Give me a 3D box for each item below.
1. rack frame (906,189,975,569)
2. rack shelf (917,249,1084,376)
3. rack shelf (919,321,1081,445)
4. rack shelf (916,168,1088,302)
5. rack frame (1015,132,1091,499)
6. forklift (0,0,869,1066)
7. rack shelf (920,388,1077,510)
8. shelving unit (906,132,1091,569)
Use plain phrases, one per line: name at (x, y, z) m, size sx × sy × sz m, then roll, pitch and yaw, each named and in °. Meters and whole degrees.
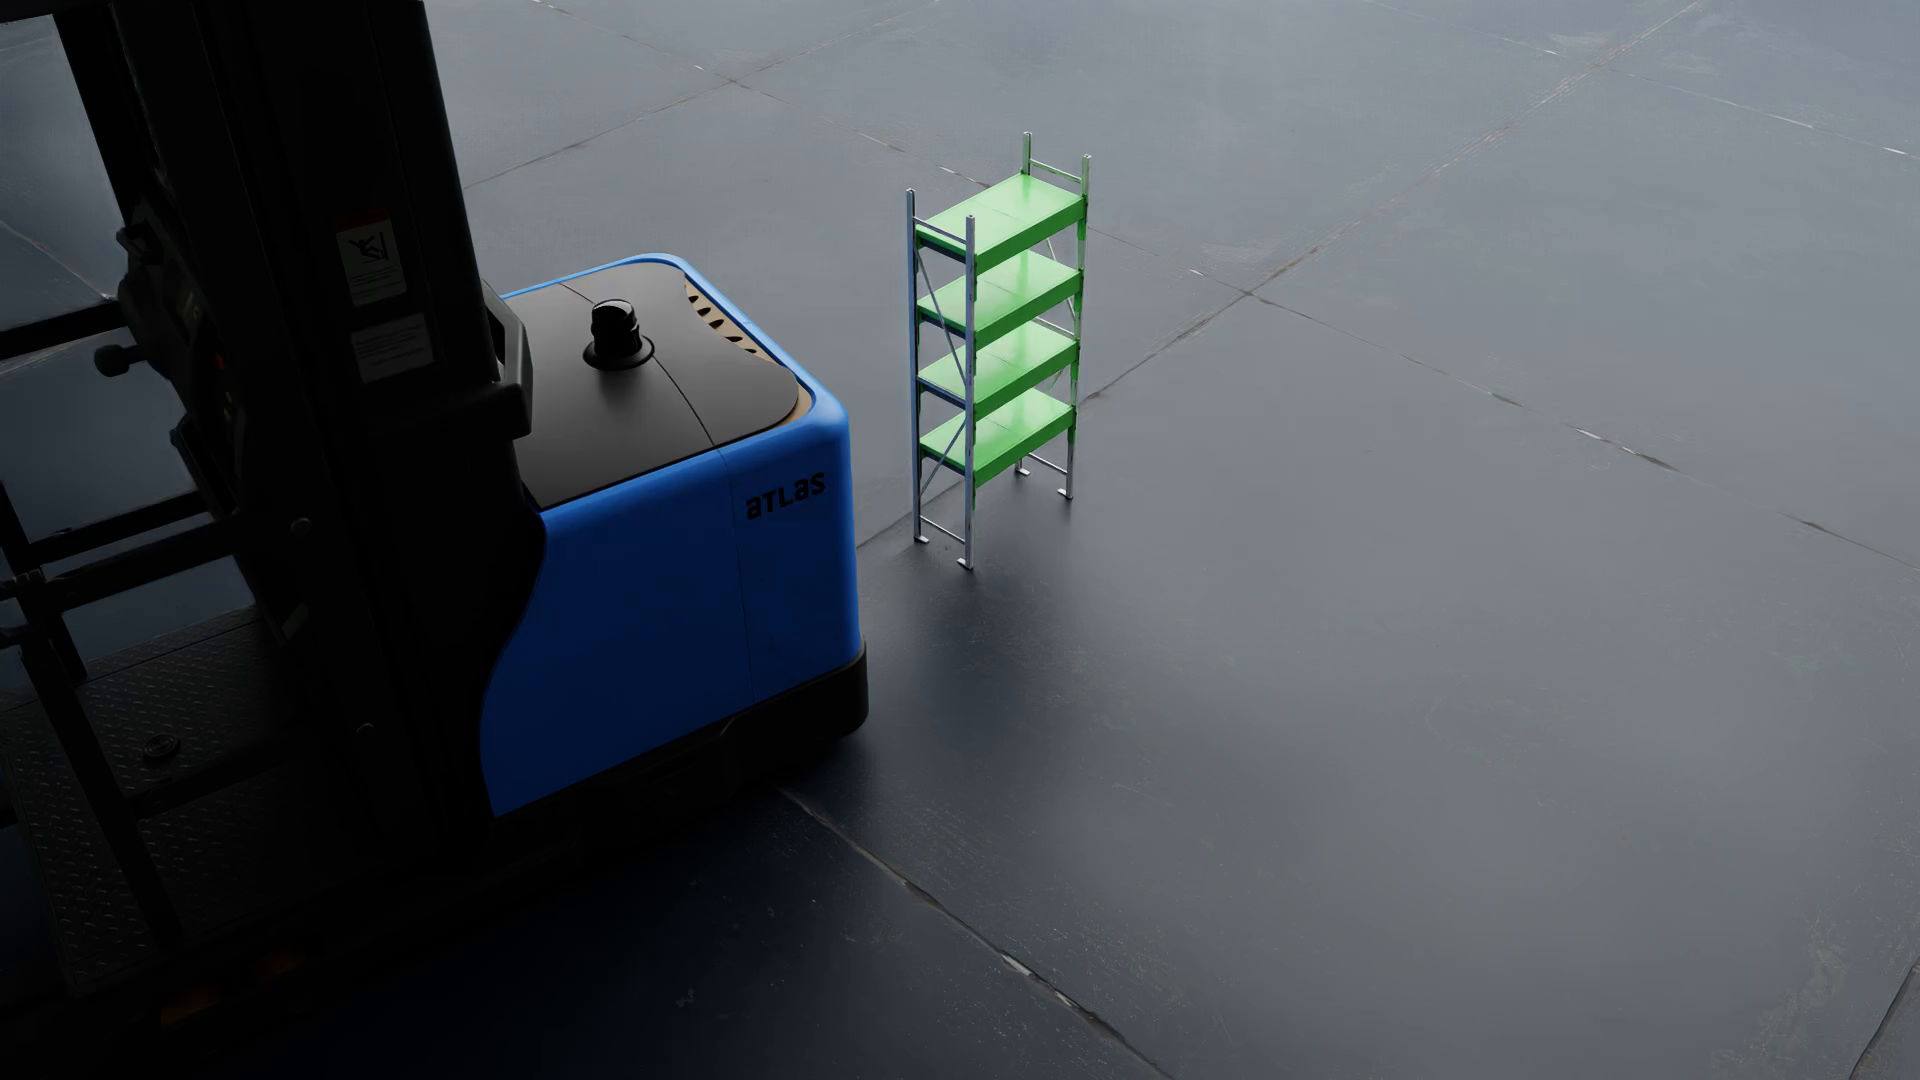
rack frame at (-0.053, -0.434, 4.831) m, size 0.240 × 1.200 × 0.015 m, roll 30°, pitch 47°, yaw 32°
rack shelf at (0.112, -0.683, 4.863) m, size 0.258 × 0.148 × 0.480 m, roll 30°, pitch 47°, yaw 32°
rack shelf at (0.112, -0.496, 5.012) m, size 0.258 × 0.148 × 0.480 m, roll 30°, pitch 47°, yaw 32°
rack shelf at (0.112, -0.871, 4.713) m, size 0.258 × 0.148 × 0.480 m, roll 30°, pitch 47°, yaw 32°
rack frame at (0.276, -0.658, 5.113) m, size 0.240 × 1.200 × 0.015 m, roll 30°, pitch 47°, yaw 32°
forklift at (-1.759, -0.353, 3.340) m, size 3.031 × 2.935 × 1.130 m, roll -23°, pitch 44°, yaw -26°
rack shelf at (0.112, -0.308, 5.161) m, size 0.258 × 0.148 × 0.480 m, roll 30°, pitch 47°, yaw 32°
shelving unit at (0.112, -0.546, 4.972) m, size 0.258 × 1.200 × 0.503 m, roll 30°, pitch 47°, yaw 32°
